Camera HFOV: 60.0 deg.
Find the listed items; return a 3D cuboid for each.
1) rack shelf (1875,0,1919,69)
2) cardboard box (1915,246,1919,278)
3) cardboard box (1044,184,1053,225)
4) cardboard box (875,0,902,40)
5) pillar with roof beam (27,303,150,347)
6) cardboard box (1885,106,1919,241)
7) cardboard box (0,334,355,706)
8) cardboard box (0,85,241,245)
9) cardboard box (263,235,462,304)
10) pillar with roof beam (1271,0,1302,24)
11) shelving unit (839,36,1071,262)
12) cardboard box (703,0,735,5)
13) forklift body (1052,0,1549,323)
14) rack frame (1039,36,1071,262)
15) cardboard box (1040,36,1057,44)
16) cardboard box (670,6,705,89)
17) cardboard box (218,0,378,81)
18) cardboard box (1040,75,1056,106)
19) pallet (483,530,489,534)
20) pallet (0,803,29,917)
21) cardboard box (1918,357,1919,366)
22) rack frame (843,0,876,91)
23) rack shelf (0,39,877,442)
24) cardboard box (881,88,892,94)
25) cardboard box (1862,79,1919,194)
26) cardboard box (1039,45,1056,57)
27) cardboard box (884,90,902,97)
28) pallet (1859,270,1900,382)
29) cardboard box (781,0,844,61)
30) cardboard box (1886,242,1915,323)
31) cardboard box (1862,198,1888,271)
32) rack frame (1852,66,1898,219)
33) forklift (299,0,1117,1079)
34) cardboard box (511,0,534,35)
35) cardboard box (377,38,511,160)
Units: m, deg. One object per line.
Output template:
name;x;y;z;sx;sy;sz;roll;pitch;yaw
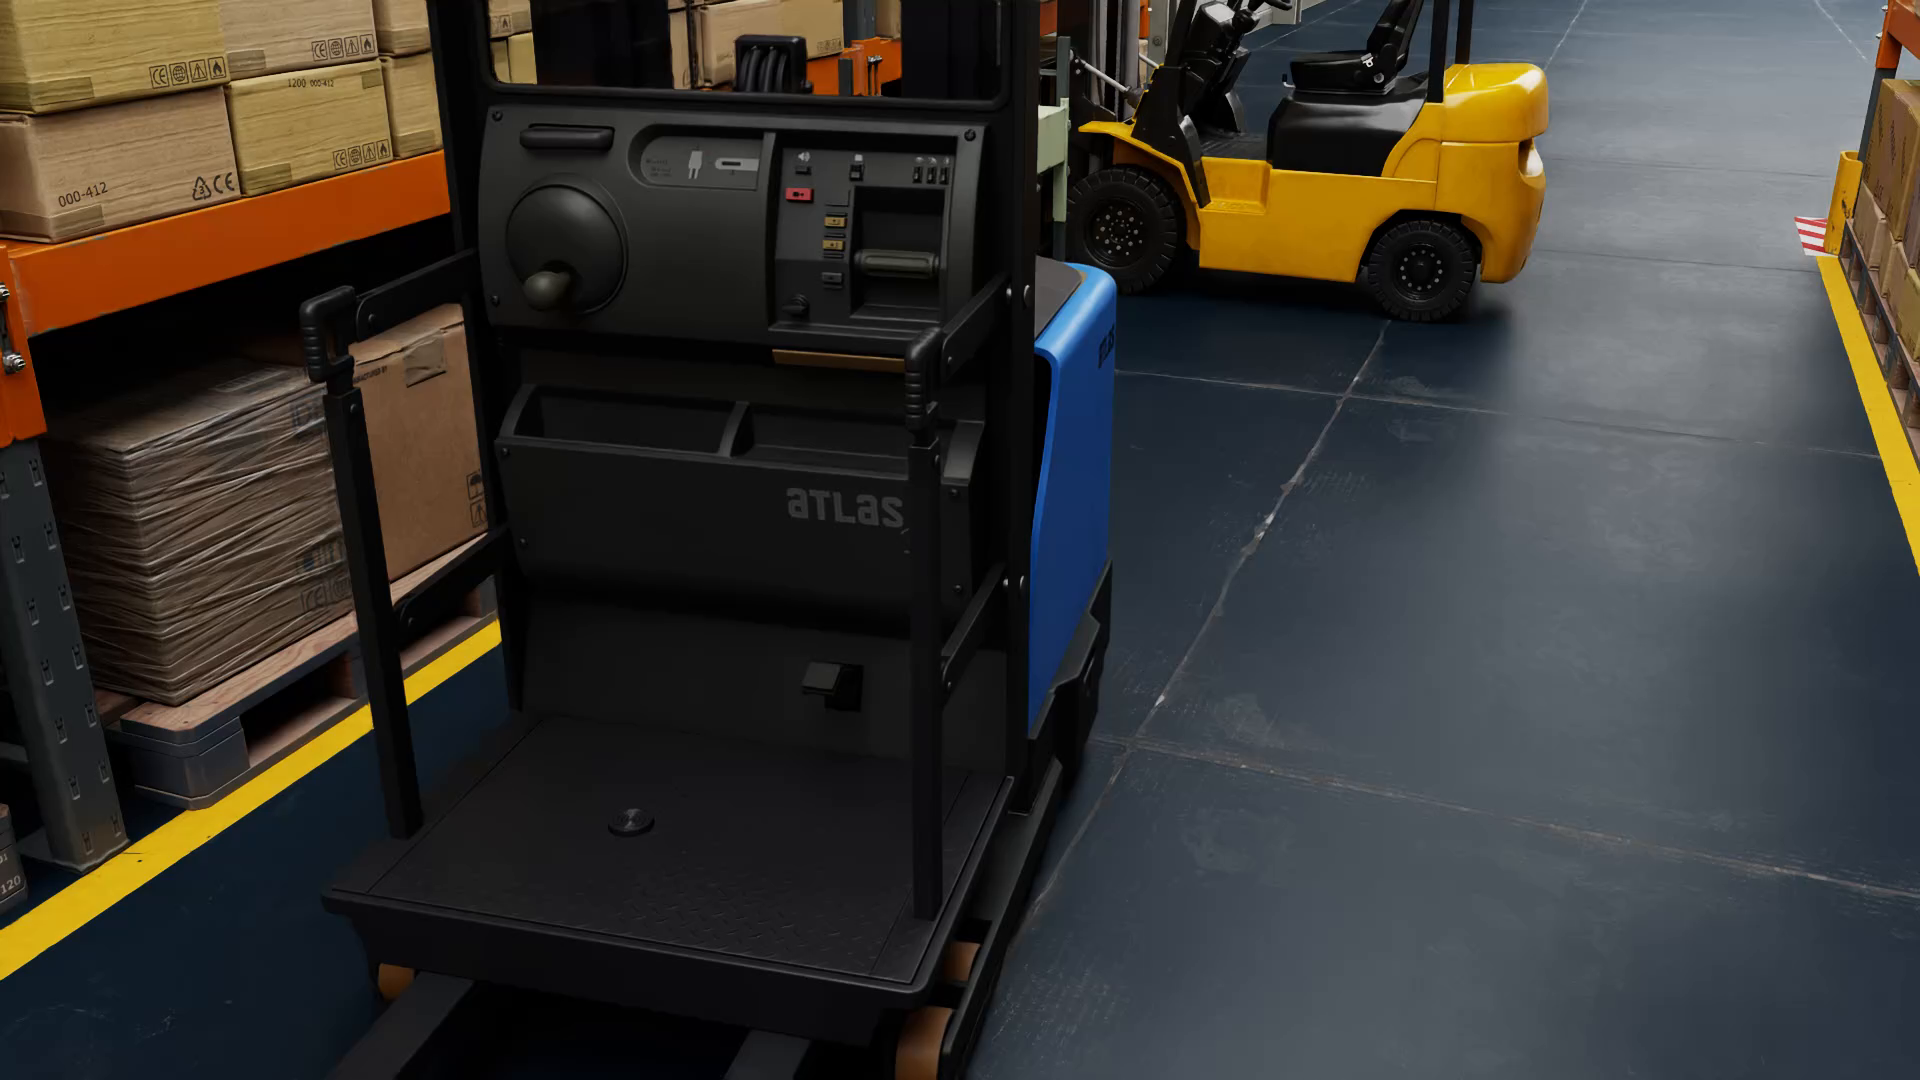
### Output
rack shelf;4.534;-1.869;6.765;1.077;0.370;4.000;9;24;20
cardboard box;3.949;-1.188;6.253;0.500;0.500;0.500;9;24;21
cardboard box;0.226;-1.794;8.675;0.500;0.250;0.500;10;25;22
cardboard box;-0.411;-2.362;6.882;0.500;0.500;0.500;8;24;19
pillar with roof beam;1.340;-3.510;1.978;9.100;9.000;0.400;9;24;20
cardboard box;4.329;-1.564;7.151;0.500;0.500;0.500;9;24;21
cardboard box;-2.060;-0.082;4.091;0.875;0.625;0.625;10;25;22
cardboard box;-1.912;-0.817;3.509;0.500;0.250;0.500;9;24;20
cardboard box;-1.575;-0.558;5.230;0.875;0.625;0.625;8;24;18
pillar with roof beam;8.026;-9.952;17.399;9.100;9.000;0.400;9;24;20
shelving unit;0.002;-0.694;4.967;0.431;1.500;0.755;9;24;20
cardboard box;-0.948;-1.958;5.592;0.500;0.250;0.500;8;24;19
forklift body;1.657;-2.294;7.952;2.313;2.155;1.214;9;24;20
rack frame;0.138;-0.825;5.280;0.400;1.500;0.023;9;24;20
cardboard box;0.313;-2.867;9.947;0.500;0.250;0.500;8;24;19
cardboard box;-1.157;-1.553;5.271;0.500;0.250;0.500;9;24;20
cardboard box;-1.725;-1.227;3.842;0.500;0.250;0.500;10;25;22
cardboard box;0.228;-2.257;8.486;0.500;0.250;0.500;8;24;19
pallet;-1.507;-0.200;5.455;1.003;0.211;1.213;9;24;20
pallet;-2.617;0.786;3.095;1.003;0.211;1.213;9;24;20
cardboard box;3.762;-0.660;5.961;0.500;0.250;0.500;10;25;22
rack frame;-0.818;-2.194;6.611;1.000;3.000;0.127;9;24;20
rack shelf;-1.561;-1.146;5.036;1.077;0.370;4.000;9;24;20
cardboard box;-0.641;-1.968;7.795;0.500;0.250;0.500;8;24;19
cardboard box;4.713;-1.930;8.027;0.500;0.500;0.500;8;24;18
cardboard box;0.602;-2.619;9.353;0.500;0.250;0.500;9;24;21
cardboard box;-0.148;-1.890;7.609;0.500;0.250;0.500;9;24;20
pallet;4.460;-0.882;7.087;1.003;0.211;1.213;9;24;20
cardboard box;-0.763;-1.907;6.119;0.500;0.250;0.500;9;24;21
cardboard box;4.143;-1.033;6.854;0.500;0.250;0.500;9;24;21
cardboard box;4.524;-1.411;7.758;0.500;0.250;0.500;10;25;22
rack frame;5.277;-2.916;8.340;1.000;3.000;0.127;9;24;20
forklift;-0.467;-0.538;2.736;1.130;2.935;3.031;6;23;13
cardboard box;-1.348;-1.598;4.730;0.500;0.250;0.500;9;24;21
cardboard box;-1.536;-1.182;4.382;0.500;0.250;0.500;8;24;18
